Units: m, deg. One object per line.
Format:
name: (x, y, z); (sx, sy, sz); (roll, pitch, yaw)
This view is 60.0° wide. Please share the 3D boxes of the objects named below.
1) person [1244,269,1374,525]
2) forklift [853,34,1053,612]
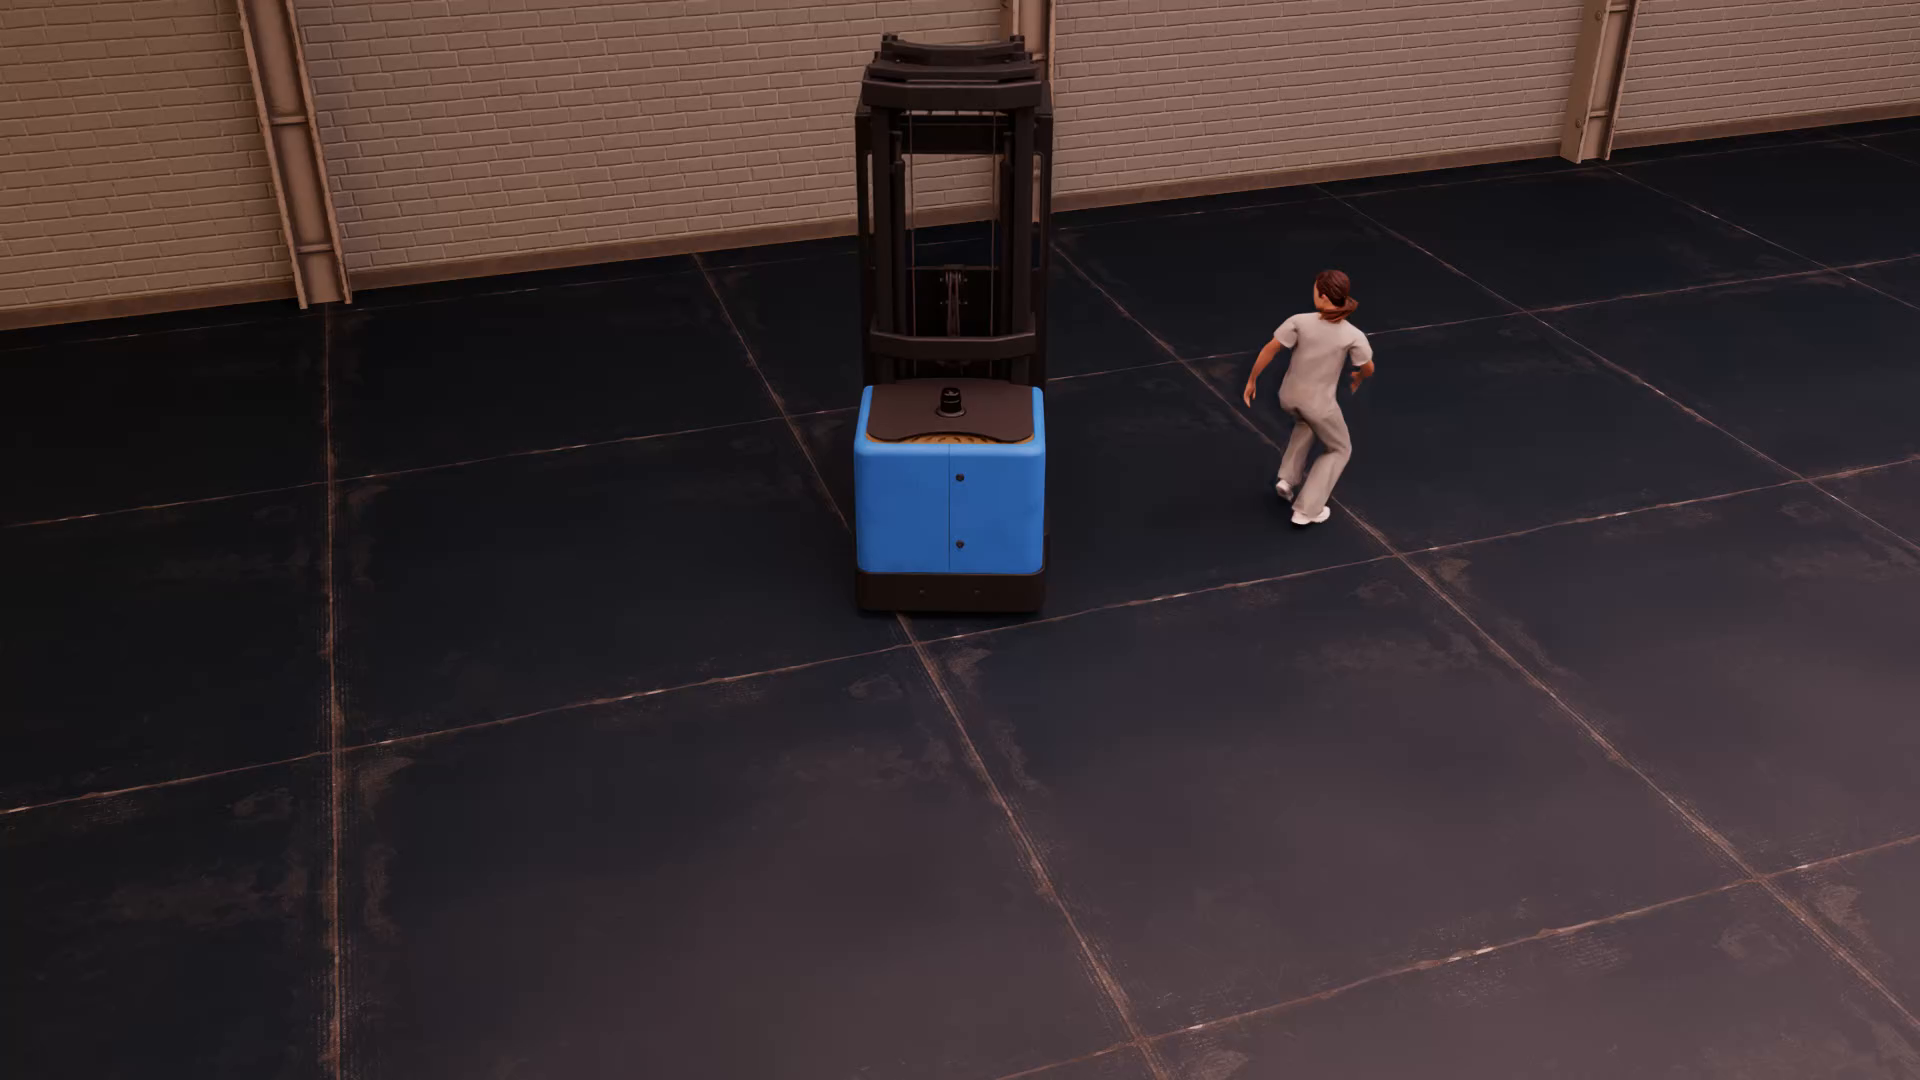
person: (2.107, -0.837, 9.923); (0.616, 1.593, 0.655); (22, 37, 33)
forklift: (-0.027, -1.568, 9.811); (1.130, 2.935, 3.031); (1, 30, 1)
